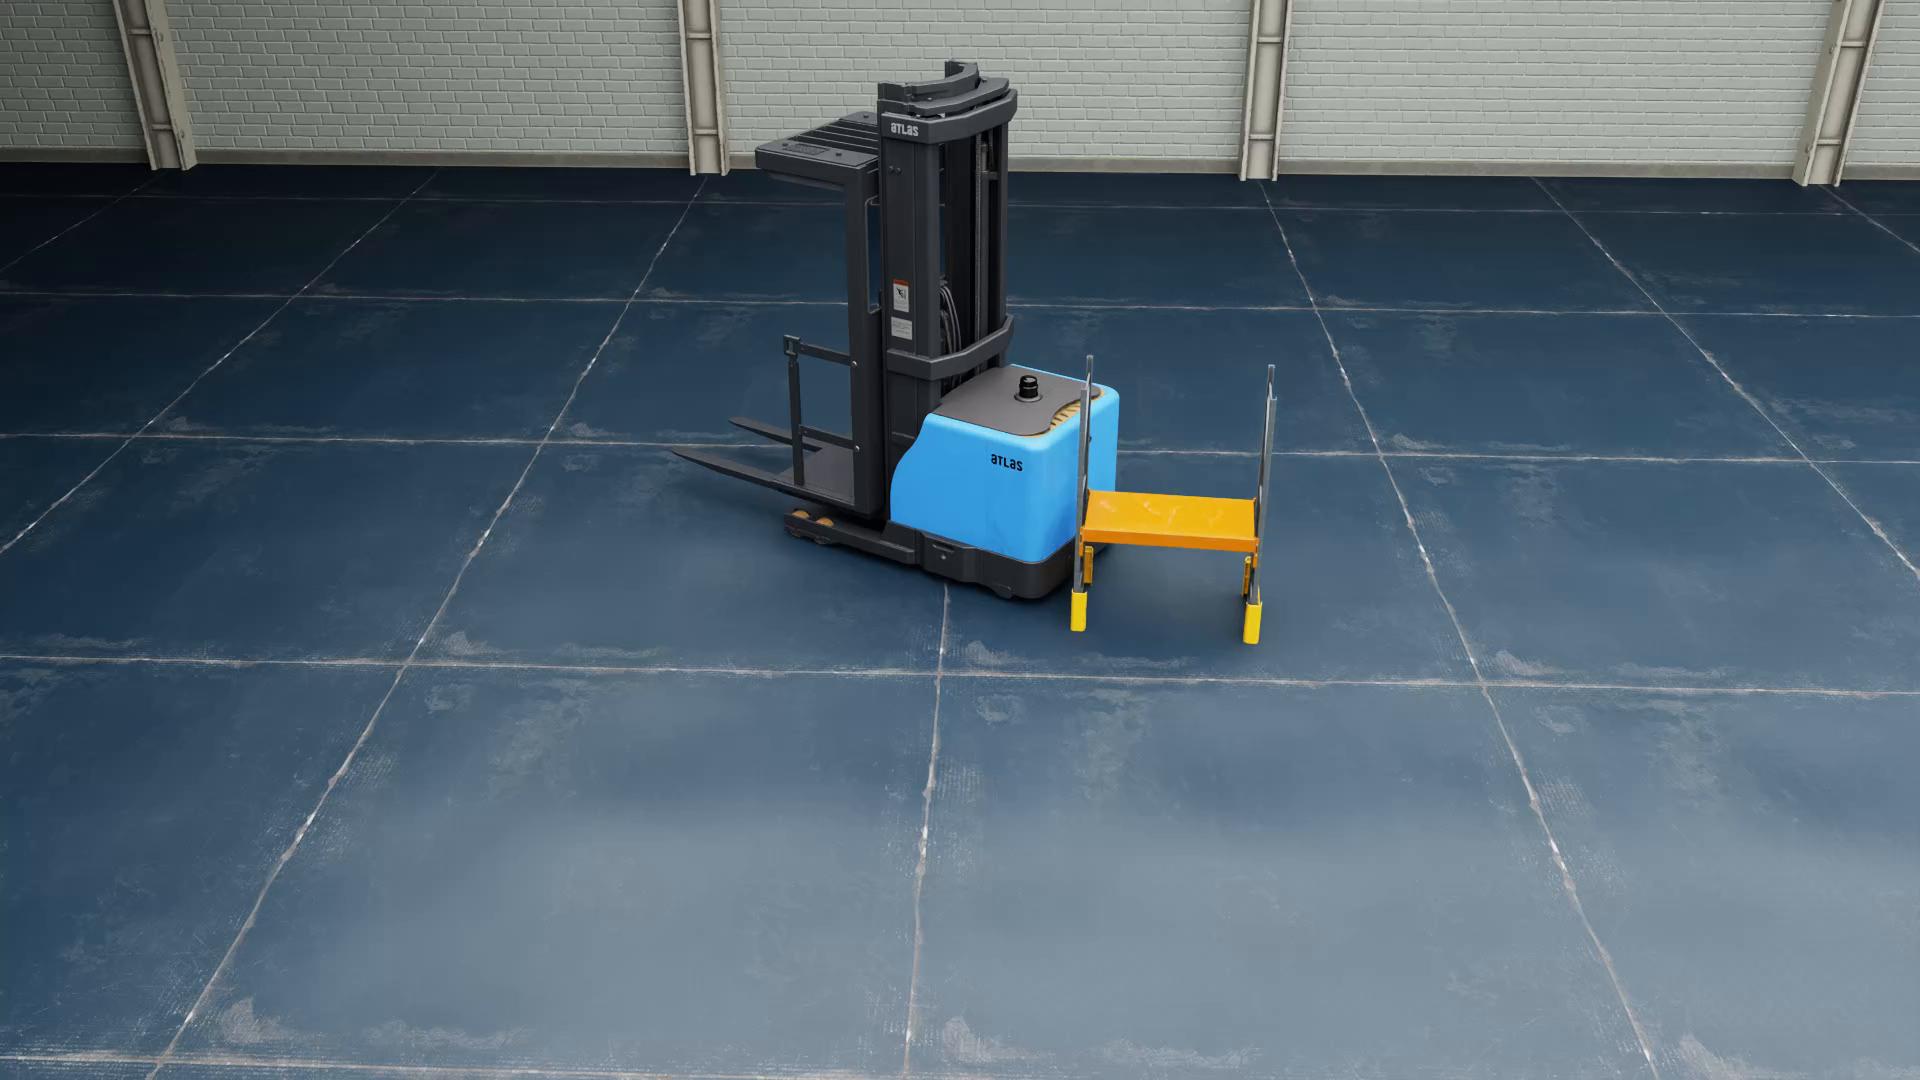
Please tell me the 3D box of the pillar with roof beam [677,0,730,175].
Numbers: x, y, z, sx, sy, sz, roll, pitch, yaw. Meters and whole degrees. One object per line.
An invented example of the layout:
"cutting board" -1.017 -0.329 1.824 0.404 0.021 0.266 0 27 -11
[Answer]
"pillar with roof beam" -2.906 -6.028 12.439 0.400 9.000 9.100 1 28 2

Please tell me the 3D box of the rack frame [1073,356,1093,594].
"rack frame" 0.705 -0.269 9.582 0.032 1.500 0.500 4 28 7

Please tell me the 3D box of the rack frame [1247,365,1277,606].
"rack frame" 1.712 -0.203 9.457 0.032 1.500 0.500 4 28 7

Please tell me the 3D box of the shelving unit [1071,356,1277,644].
"shelving unit" 1.218 -0.236 9.519 1.083 1.500 0.587 4 28 7

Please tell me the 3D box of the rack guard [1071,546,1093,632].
"rack guard" 0.725 0.284 9.872 0.087 0.250 0.587 4 28 7

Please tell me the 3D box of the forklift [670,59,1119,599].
"forklift" -0.529 -1.456 10.292 3.031 2.935 1.130 17 32 29

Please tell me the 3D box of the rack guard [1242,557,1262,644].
"rack guard" 1.711 0.349 9.750 0.087 0.250 0.587 4 28 7

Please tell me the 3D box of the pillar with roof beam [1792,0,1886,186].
"pillar with roof beam" 9.087 -5.830 12.065 0.400 9.000 9.100 1 28 2

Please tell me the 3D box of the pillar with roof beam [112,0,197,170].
"pillar with roof beam" -8.902 -6.127 12.626 0.400 9.000 9.100 1 28 2

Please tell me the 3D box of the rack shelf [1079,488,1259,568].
"rack shelf" 1.209 -0.077 9.604 1.000 0.185 0.538 4 28 7

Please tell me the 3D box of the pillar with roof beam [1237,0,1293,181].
"pillar with roof beam" 3.091 -5.929 12.252 0.400 9.000 9.100 1 28 2
